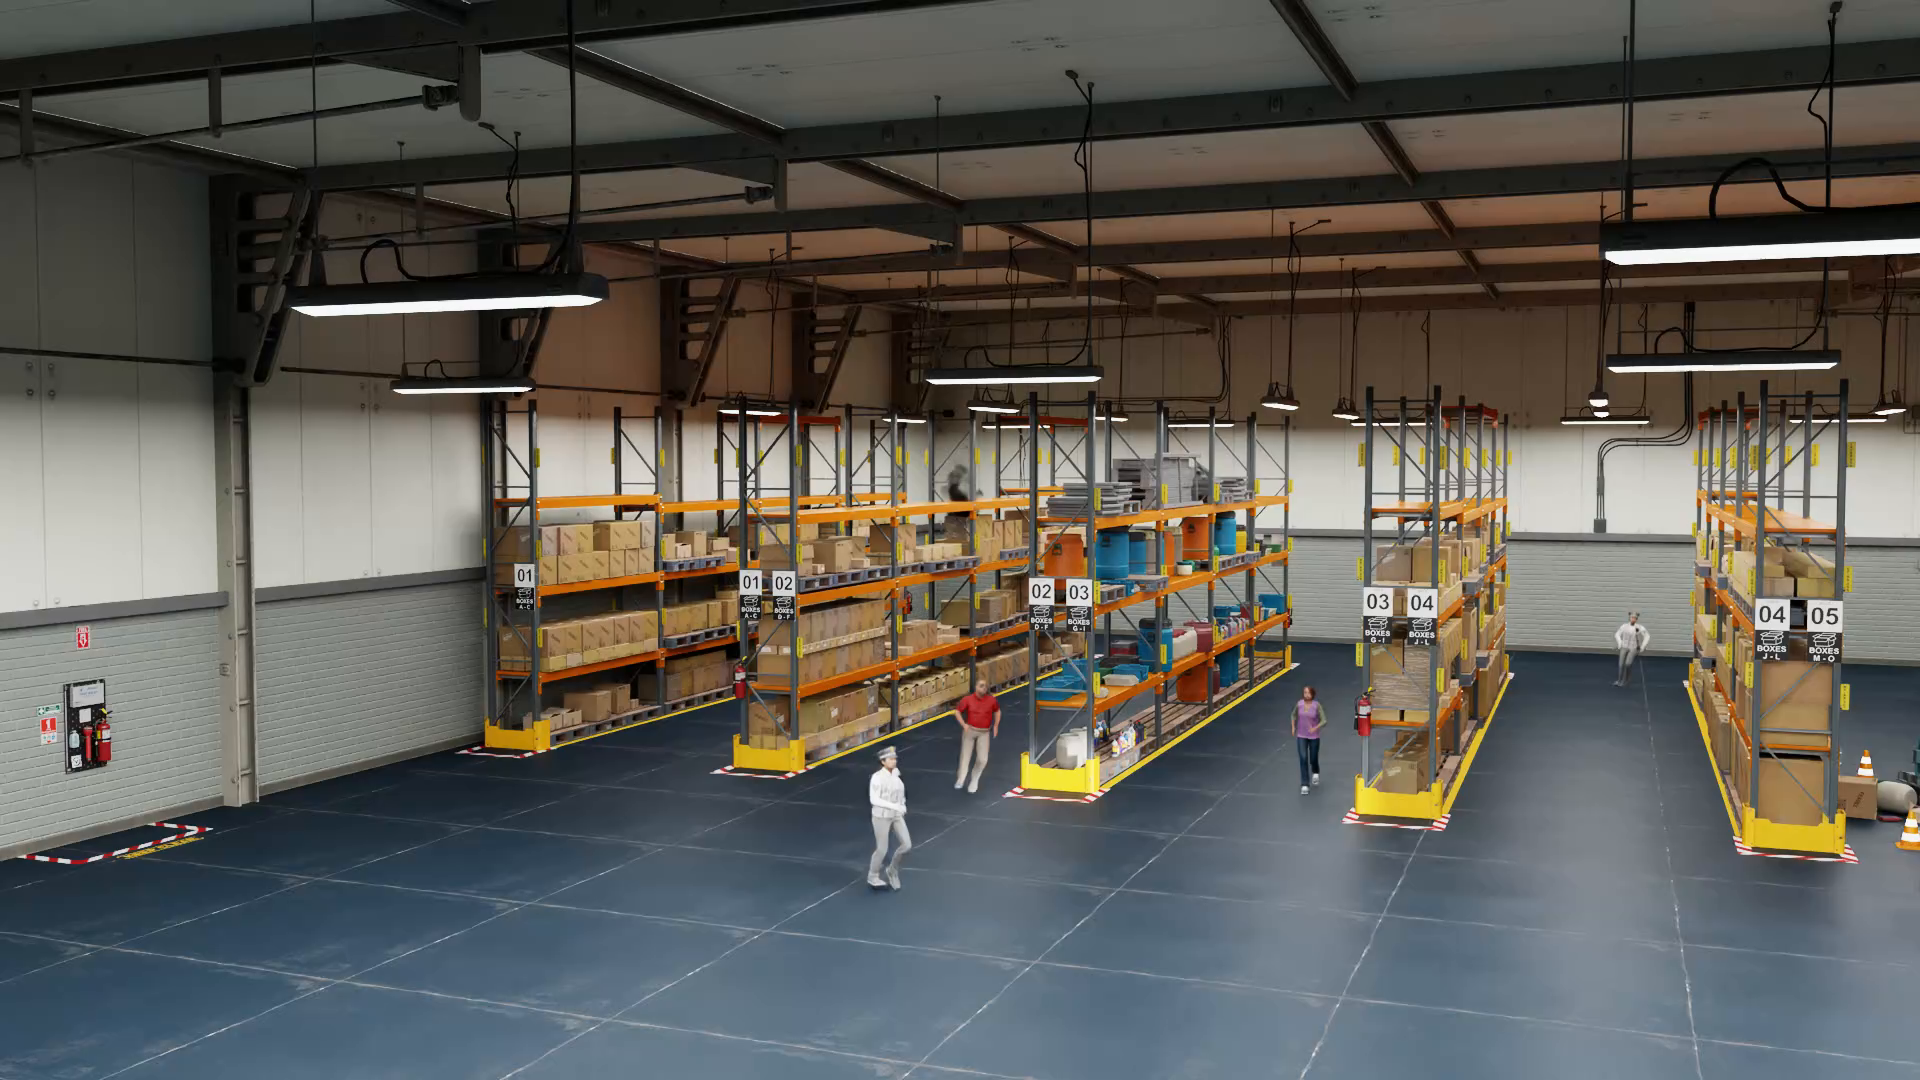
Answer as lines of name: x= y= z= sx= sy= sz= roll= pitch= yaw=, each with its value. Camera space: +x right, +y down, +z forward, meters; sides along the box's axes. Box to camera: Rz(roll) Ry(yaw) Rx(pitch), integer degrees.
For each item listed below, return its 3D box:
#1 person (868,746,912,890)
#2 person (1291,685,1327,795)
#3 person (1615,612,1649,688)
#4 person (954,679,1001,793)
person: x=-0.793 y=3.220 z=19.206 sx=0.660 sy=1.708 sz=0.643 roll=3 pitch=4 yaw=45
person: x=5.223 y=2.972 z=24.957 sx=0.553 sy=1.594 sz=0.767 roll=1 pitch=3 yaw=20
person: x=14.633 y=2.393 z=36.287 sx=0.674 sy=1.681 sz=0.633 roll=2 pitch=3 yaw=36
person: x=0.274 y=2.941 z=24.950 sx=0.722 sy=1.714 sz=0.616 roll=0 pitch=3 yaw=-6
